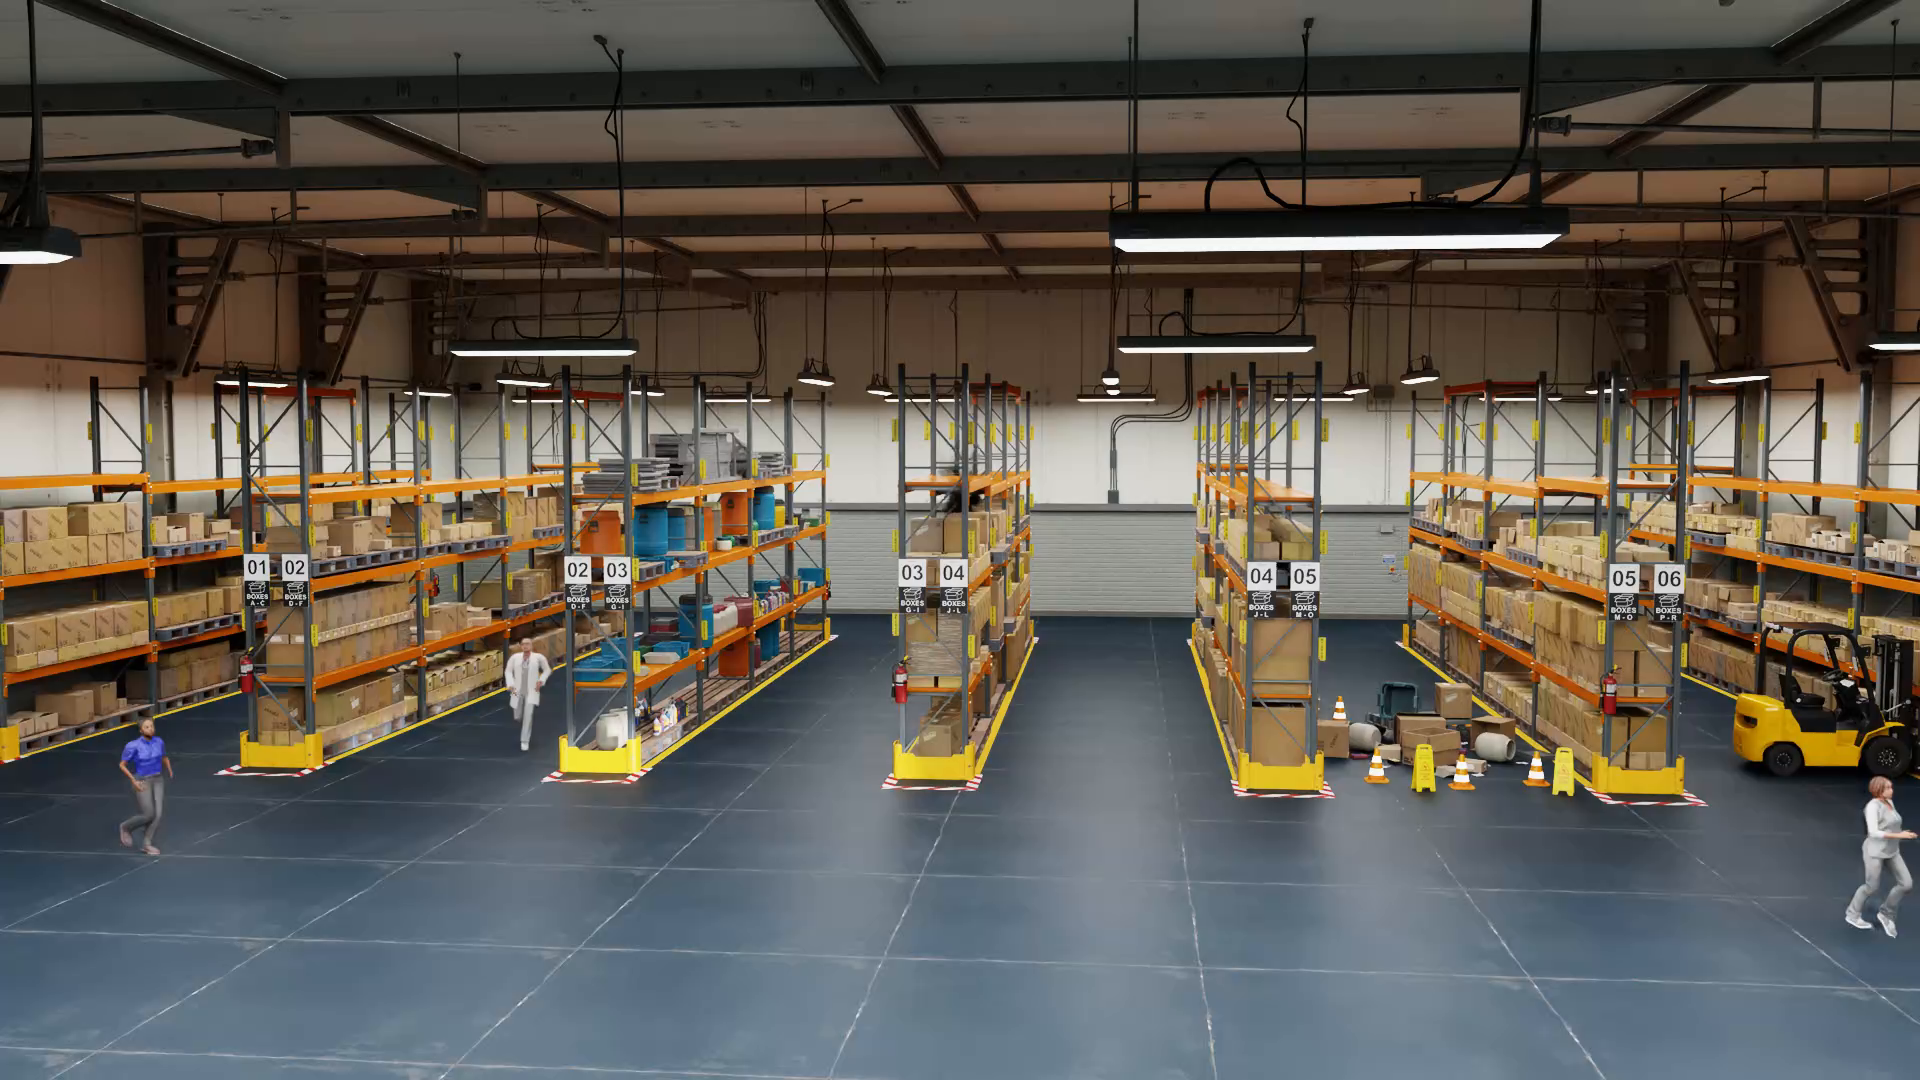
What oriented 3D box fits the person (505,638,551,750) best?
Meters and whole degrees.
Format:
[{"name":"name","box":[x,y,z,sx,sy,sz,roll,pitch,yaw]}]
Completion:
[{"name":"person","box":[-6.946,2.443,26.699,0.714,1.750,0.922,0,4,0]}]

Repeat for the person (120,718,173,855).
[{"name":"person","box":[-9.699,2.929,19.863,0.595,1.626,0.571,2,4,30]}]

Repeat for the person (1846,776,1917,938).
[{"name":"person","box":[9.163,3.142,16.513,0.508,1.611,0.672,-2,4,-27]}]

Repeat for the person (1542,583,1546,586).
[{"name":"person","box":[12.676,1.784,36.360,0.644,1.742,0.609,-1,4,-13]}]
